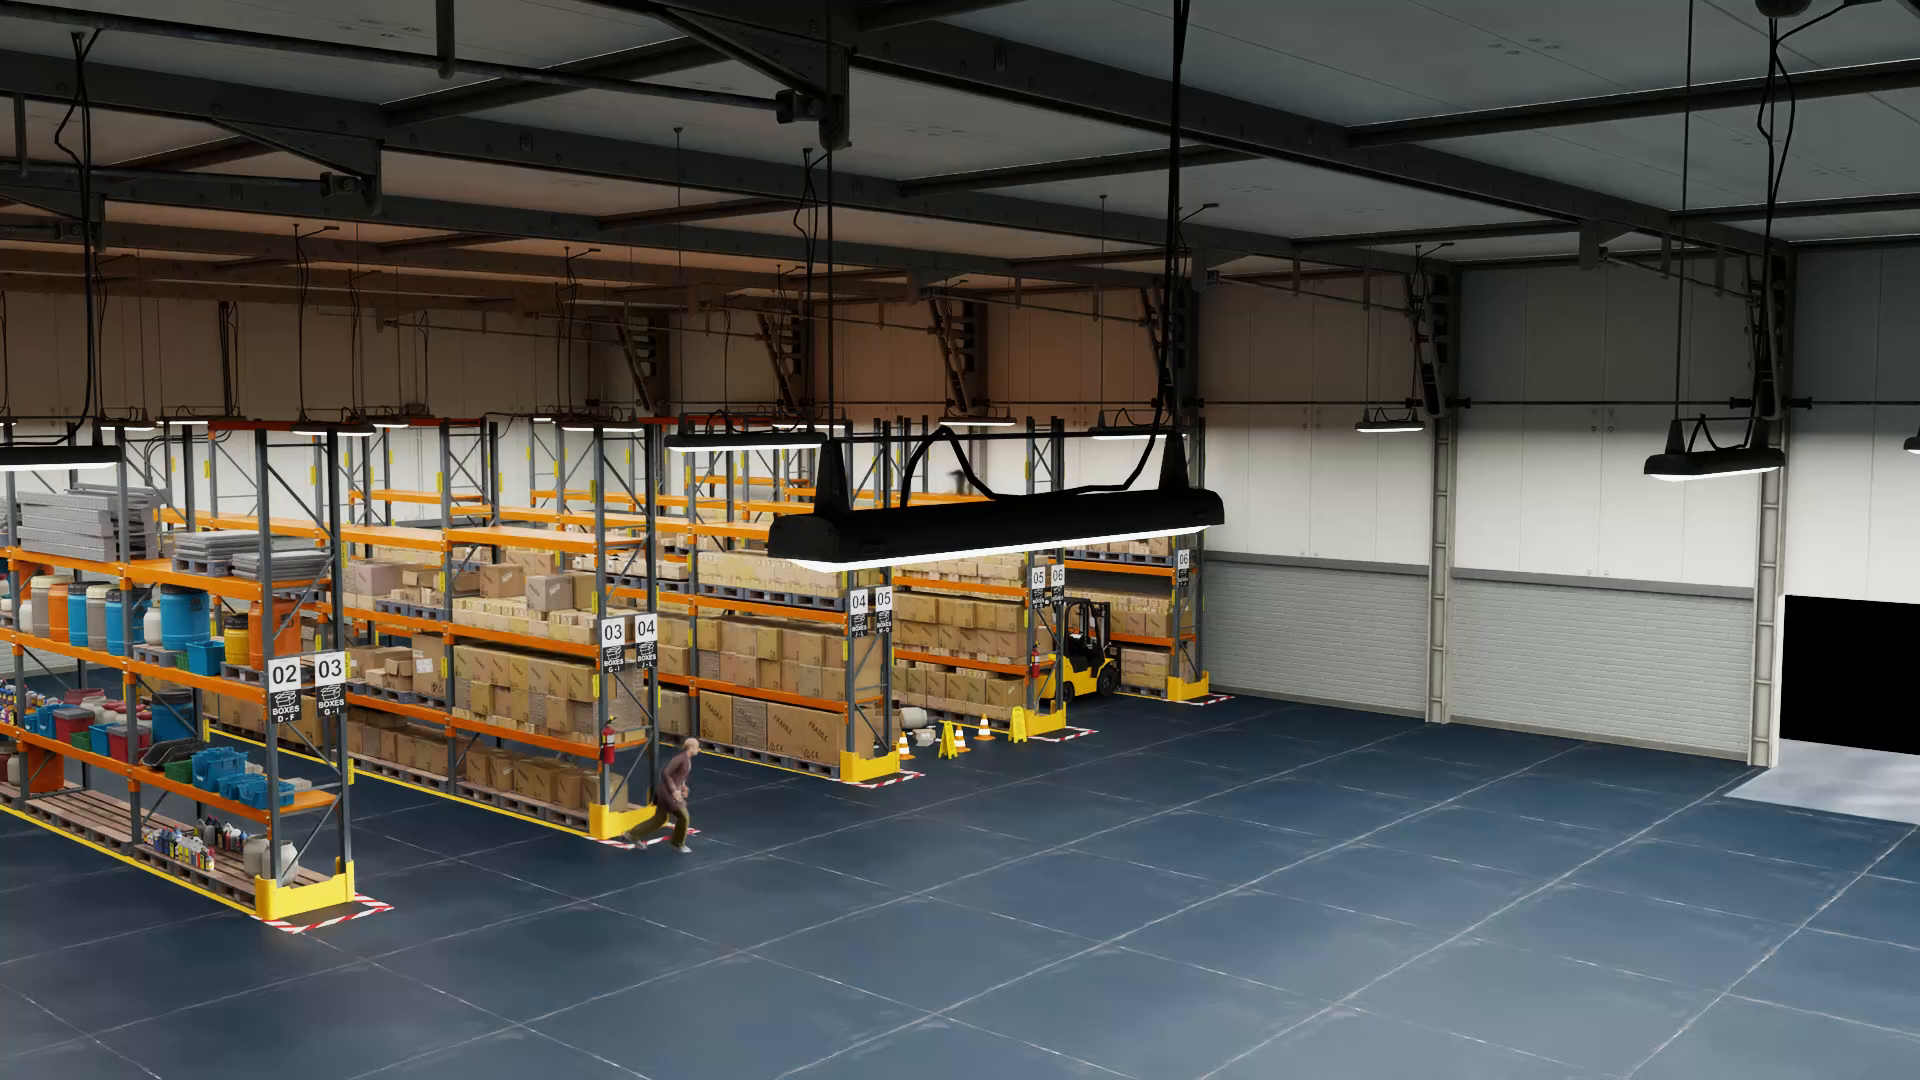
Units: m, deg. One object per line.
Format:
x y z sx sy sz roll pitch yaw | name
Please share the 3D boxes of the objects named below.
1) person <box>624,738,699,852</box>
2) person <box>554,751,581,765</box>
-4.194 3.610 23.369 1.072 1.676 0.690 0 5 1 | person
-6.533 3.176 28.282 0.929 1.601 0.672 0 5 4 | person
